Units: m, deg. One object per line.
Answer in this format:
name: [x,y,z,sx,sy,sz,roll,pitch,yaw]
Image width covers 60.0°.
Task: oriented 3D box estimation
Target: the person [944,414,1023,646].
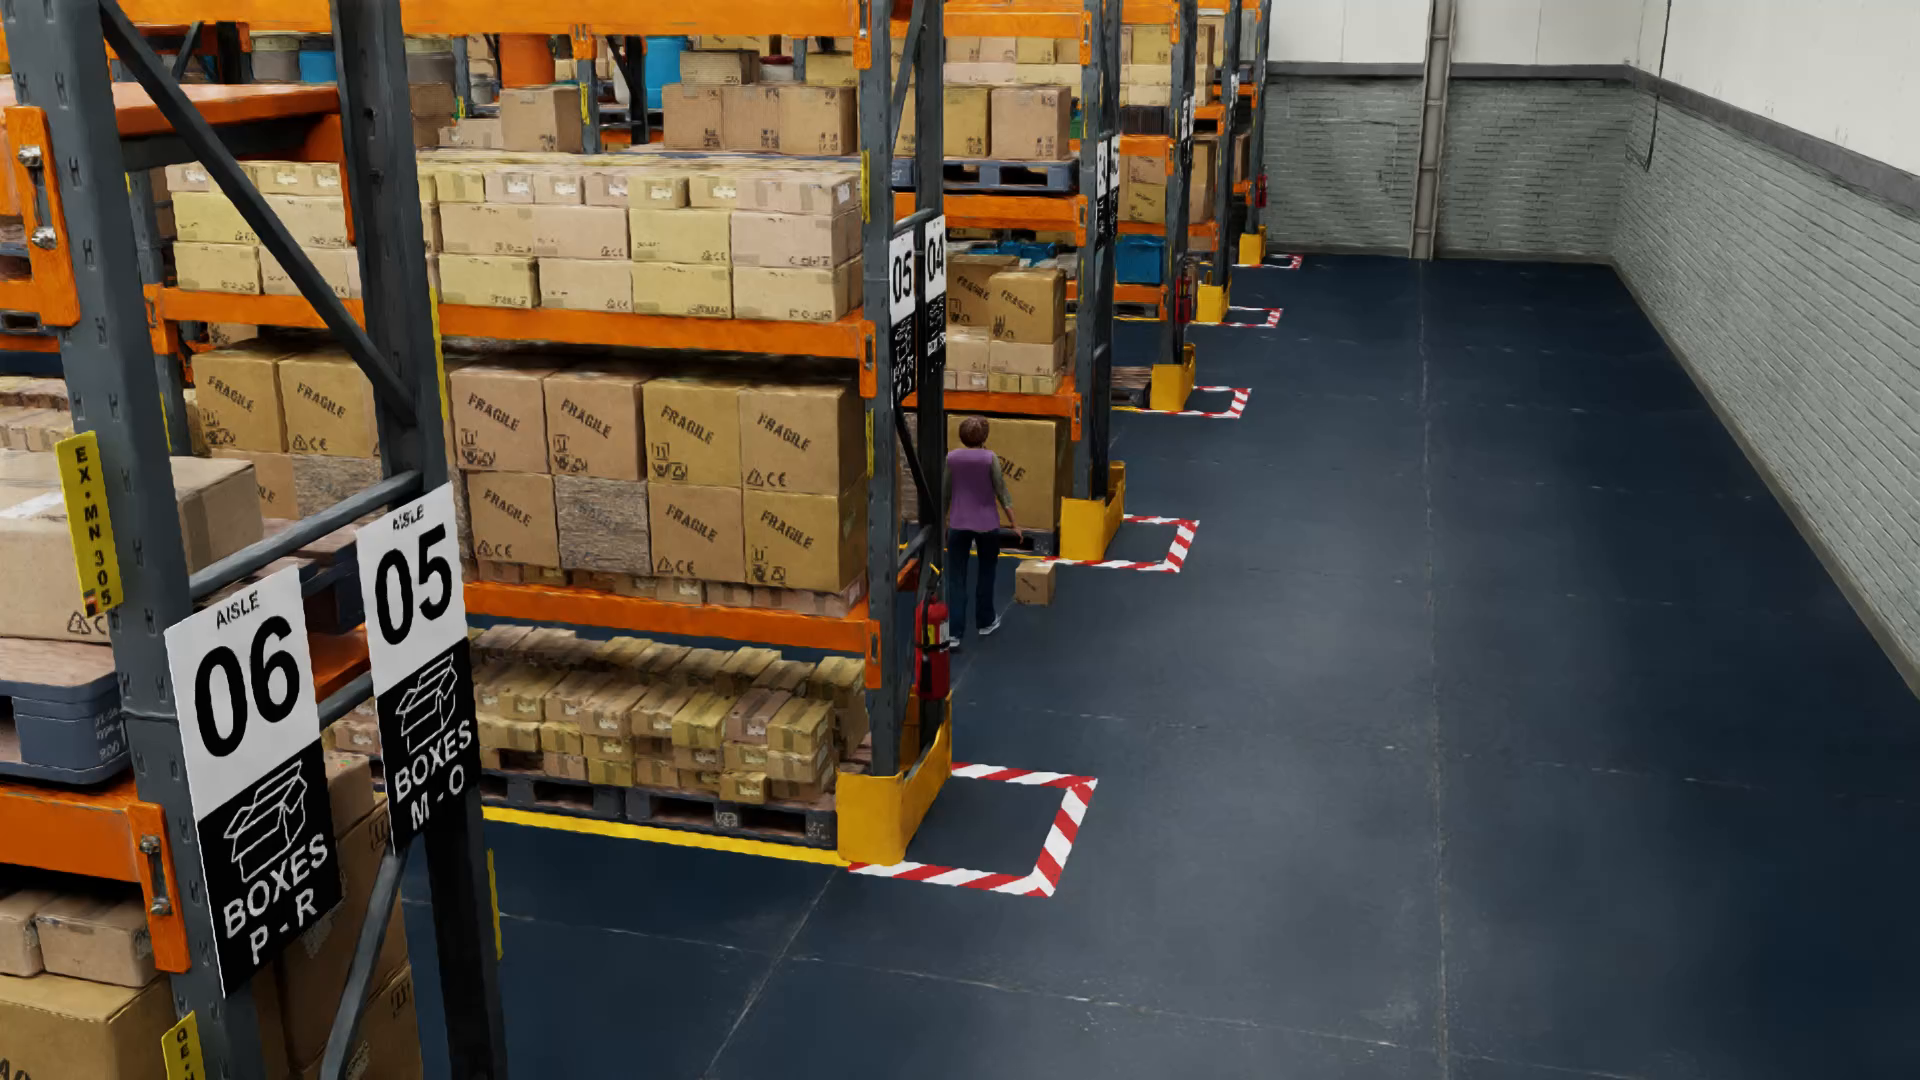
person: [0.112,-0.084,11.294,0.634,1.583,0.584,2,19,6]
